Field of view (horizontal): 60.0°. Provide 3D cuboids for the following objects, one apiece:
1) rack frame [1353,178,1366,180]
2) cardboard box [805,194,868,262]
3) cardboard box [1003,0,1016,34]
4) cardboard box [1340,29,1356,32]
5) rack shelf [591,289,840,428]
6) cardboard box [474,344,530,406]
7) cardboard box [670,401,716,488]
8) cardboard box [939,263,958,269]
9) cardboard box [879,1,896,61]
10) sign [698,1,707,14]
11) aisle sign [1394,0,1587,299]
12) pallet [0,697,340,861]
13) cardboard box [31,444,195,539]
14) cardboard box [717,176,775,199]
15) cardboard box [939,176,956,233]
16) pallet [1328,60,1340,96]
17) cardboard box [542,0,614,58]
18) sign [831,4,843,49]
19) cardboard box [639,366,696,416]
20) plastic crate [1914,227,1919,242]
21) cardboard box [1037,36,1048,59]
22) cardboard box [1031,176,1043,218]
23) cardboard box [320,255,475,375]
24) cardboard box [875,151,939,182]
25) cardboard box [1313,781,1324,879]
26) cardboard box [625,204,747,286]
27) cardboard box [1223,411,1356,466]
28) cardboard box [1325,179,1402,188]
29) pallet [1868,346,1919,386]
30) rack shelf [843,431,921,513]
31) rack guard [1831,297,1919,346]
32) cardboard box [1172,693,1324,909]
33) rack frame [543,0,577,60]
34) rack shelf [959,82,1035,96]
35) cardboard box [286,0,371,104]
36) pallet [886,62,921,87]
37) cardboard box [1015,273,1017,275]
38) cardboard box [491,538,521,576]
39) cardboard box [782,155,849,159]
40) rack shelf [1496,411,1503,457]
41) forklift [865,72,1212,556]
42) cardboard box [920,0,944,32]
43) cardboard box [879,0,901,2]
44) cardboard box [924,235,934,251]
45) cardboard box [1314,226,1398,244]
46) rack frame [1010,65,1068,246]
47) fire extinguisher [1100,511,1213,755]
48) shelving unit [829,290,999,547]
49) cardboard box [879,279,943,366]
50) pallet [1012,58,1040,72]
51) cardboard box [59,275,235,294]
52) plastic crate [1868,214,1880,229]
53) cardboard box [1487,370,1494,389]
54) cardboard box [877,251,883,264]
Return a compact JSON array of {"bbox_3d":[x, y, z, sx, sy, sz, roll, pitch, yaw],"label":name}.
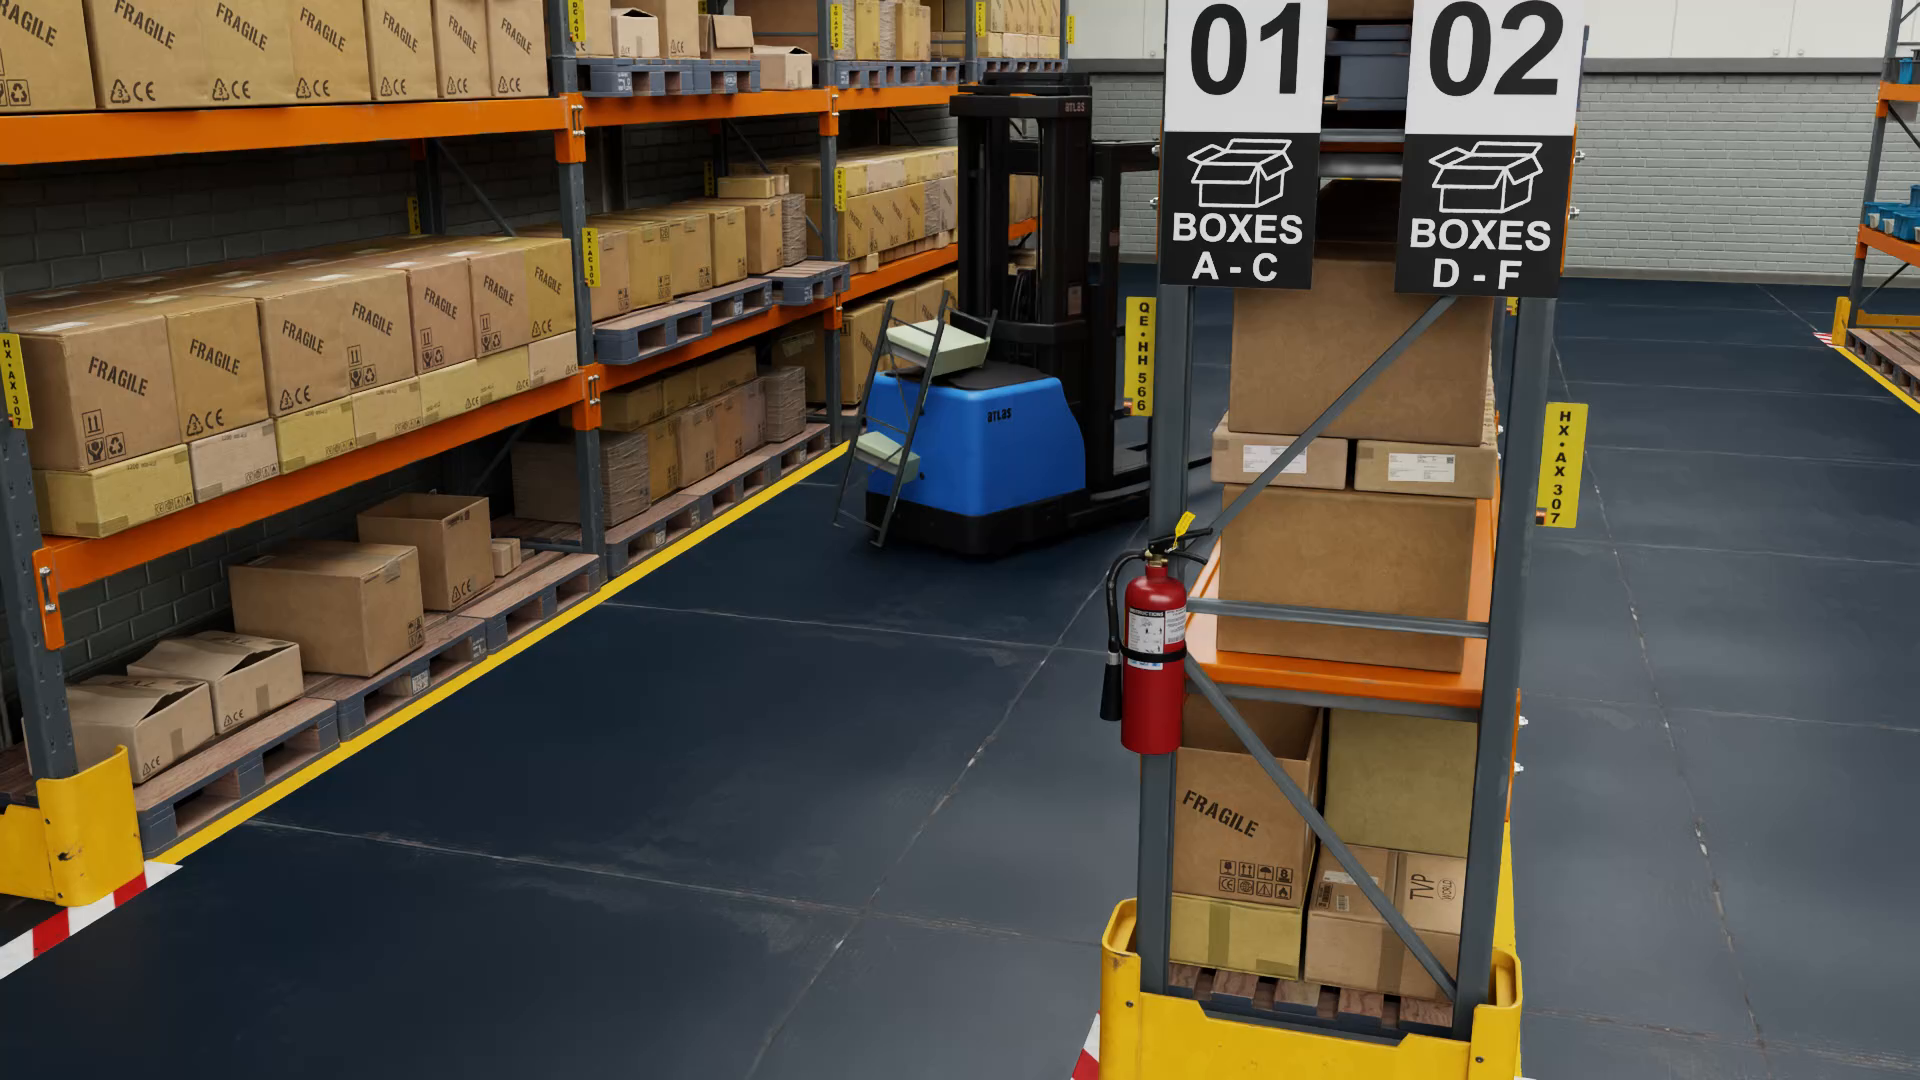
[{"bbox_3d":[3.289,-1.875,11.942,1.000,3.000,0.127,5,16,16],"label":"rack frame"},{"bbox_3d":[-1.078,-2.566,13.614,0.500,0.500,0.500,5,17,18],"label":"cardboard box"},{"bbox_3d":[0.287,-5.586,17.477,0.500,0.500,0.500,4,16,15],"label":"cardboard box"},{"bbox_3d":[1.248,-1.918,5.736,0.500,0.311,0.500,7,17,22],"label":"cardboard box"},{"bbox_3d":[-2.030,-1.389,11.546,1.077,0.370,4.000,5,16,16],"label":"rack shelf"},{"bbox_3d":[-2.592,-0.872,8.644,0.500,0.250,0.500,5,17,16],"label":"cardboard box"},{"bbox_3d":[-2.122,-0.684,11.518,0.700,0.500,0.500,5,17,17],"label":"cardboard box"},{"bbox_3d":[-0.023,-2.988,18.490,0.380,0.149,0.250,4,16,14],"label":"cardboard box"},{"bbox_3d":[-0.980,-4.509,14.742,0.700,0.500,0.500,5,16,16],"label":"cardboard box"},{"bbox_3d":[-1.991,-4.033,12.961,0.100,0.325,0.005,5,16,16],"label":"sign"},{"bbox_3d":[1.291,-0.991,4.064,0.394,0.787,0.004,5,16,16],"label":"aisle sign"},{"bbox_3d":[-3.448,0.947,7.104,1.003,0.211,1.213,5,16,16],"label":"pallet"},{"bbox_3d":[-3.292,-0.205,6.295,0.500,0.250,0.500,4,16,14],"label":"cardboard box"},{"bbox_3d":[-1.608,-2.652,12.503,0.380,0.149,0.250,2,16,7],"label":"cardboard box"},{"bbox_3d":[-0.350,-3.231,15.957,0.500,0.500,0.500,5,17,16],"label":"cardboard box"},{"bbox_3d":[1.935,-2.004,7.061,1.003,0.211,1.213,5,16,16],"label":"pallet"},{"bbox_3d":[-2.366,-3.041,9.605,0.500,0.500,0.500,7,17,24],"label":"cardboard box"},{"bbox_3d":[-0.942,-3.907,12.663,0.100,0.325,0.005,5,16,16],"label":"sign"},{"bbox_3d":[-2.139,-1.027,11.353,0.500,0.250,0.500,4,16,14],"label":"cardboard box"},{"bbox_3d":[9.381,-2.917,15.990,0.293,0.136,0.466,5,16,16],"label":"plastic crate"},{"bbox_3d":[0.712,-5.623,18.984,0.500,0.250,0.500,4,16,14],"label":"cardboard box"},{"bbox_3d":[0.481,-4.170,19.484,0.980,0.700,0.700,4,16,15],"label":"cardboard box"},{"bbox_3d":[-2.726,-1.100,8.074,0.500,0.500,0.500,4,16,14],"label":"cardboard box"},{"bbox_3d":[-0.512,-3.457,15.383,0.500,0.250,0.500,5,17,17],"label":"cardboard box"},{"bbox_3d":[1.015,1.044,5.921,0.500,0.250,0.500,5,16,16],"label":"cardboard box"},{"bbox_3d":[-1.918,-2.066,11.627,0.700,0.500,0.500,5,16,16],"label":"cardboard box"},{"bbox_3d":[1.015,-0.325,5.107,0.380,0.149,0.250,5,17,17],"label":"cardboard box"},{"bbox_3d":[2.032,-1.384,7.651,0.700,0.500,0.500,5,17,16],"label":"cardboard box"},{"bbox_3d":[9.691,-1.710,16.472,1.003,0.211,1.213,5,16,16],"label":"pallet"},{"bbox_3d":[-0.380,-0.488,10.664,0.431,0.370,0.720,25,22,21],"label":"rack shelf"},{"bbox_3d":[10.305,-2.387,18.330,1.175,0.500,0.348,5,16,16],"label":"rack guard"},{"bbox_3d":[0.883,0.815,5.354,0.500,0.500,0.500,5,16,16],"label":"cardboard box"},{"bbox_3d":[-2.598,-4.098,8.785,1.000,3.000,0.127,5,16,16],"label":"rack frame"},{"bbox_3d":[0.244,-4.925,18.516,1.077,0.370,4.000,5,16,16],"label":"rack shelf"},{"bbox_3d":[-2.938,-2.149,7.194,0.500,0.500,0.500,6,17,19],"label":"cardboard box"},{"bbox_3d":[-1.014,-4.075,14.550,1.003,0.211,1.213,5,17,18],"label":"pallet"},{"bbox_3d":[0.280,-2.757,18.863,0.700,0.500,0.500,5,17,17],"label":"cardboard box"},{"bbox_3d":[-2.721,0.082,9.428,0.380,0.166,0.250,2,16,9],"label":"cardboard box"},{"bbox_3d":[-1.282,-3.227,14.572,0.500,0.250,0.500,4,16,14],"label":"cardboard box"},{"bbox_3d":[2.721,-1.005,10.195,1.077,0.370,4.000,5,16,16],"label":"rack shelf"},{"bbox_3d":[0.770,-1.637,11.230,1.130,2.935,3.031,15,22,42],"label":"forklift"},{"bbox_3d":[-0.350,-5.487,17.128,0.500,0.500,0.500,4,16,15],"label":"cardboard box"},{"bbox_3d":[-0.843,-5.002,15.108,0.500,0.250,0.500,4,16,14],"label":"cardboard box"},{"bbox_3d":[-0.467,-2.818,15.692,0.380,0.149,0.250,5,16,16],"label":"cardboard box"},{"bbox_3d":[1.320,-0.727,5.335,0.700,0.500,0.500,4,16,14],"label":"cardboard box"},{"bbox_3d":[0.812,-4.351,20.672,1.000,3.000,0.127,5,16,16],"label":"rack frame"},{"bbox_3d":[0.537,0.250,4.591,0.296,0.674,0.183,5,16,16],"label":"fire extinguisher"},{"bbox_3d":[-0.293,-0.780,10.550,0.431,1.500,0.755,25,22,21],"label":"shelving unit"},{"bbox_3d":[-0.634,-2.059,15.763,0.750,0.750,0.750,5,17,18],"label":"cardboard box"},{"bbox_3d":[0.267,-5.236,18.459,1.003,0.211,1.213,5,16,16],"label":"pallet"},{"bbox_3d":[-3.509,-0.869,7.262,0.500,0.500,0.500,4,16,14],"label":"cardboard box"},{"bbox_3d":[9.754,-3.368,17.580,0.250,0.136,0.298,5,16,16],"label":"plastic crate"},{"bbox_3d":[1.626,-0.498,5.716,0.380,0.149,0.250,4,16,14],"label":"cardboard box"},{"bbox_3d":[-0.890,-2.487,14.524,0.380,0.149,0.250,5,17,17],"label":"cardboard box"}]
